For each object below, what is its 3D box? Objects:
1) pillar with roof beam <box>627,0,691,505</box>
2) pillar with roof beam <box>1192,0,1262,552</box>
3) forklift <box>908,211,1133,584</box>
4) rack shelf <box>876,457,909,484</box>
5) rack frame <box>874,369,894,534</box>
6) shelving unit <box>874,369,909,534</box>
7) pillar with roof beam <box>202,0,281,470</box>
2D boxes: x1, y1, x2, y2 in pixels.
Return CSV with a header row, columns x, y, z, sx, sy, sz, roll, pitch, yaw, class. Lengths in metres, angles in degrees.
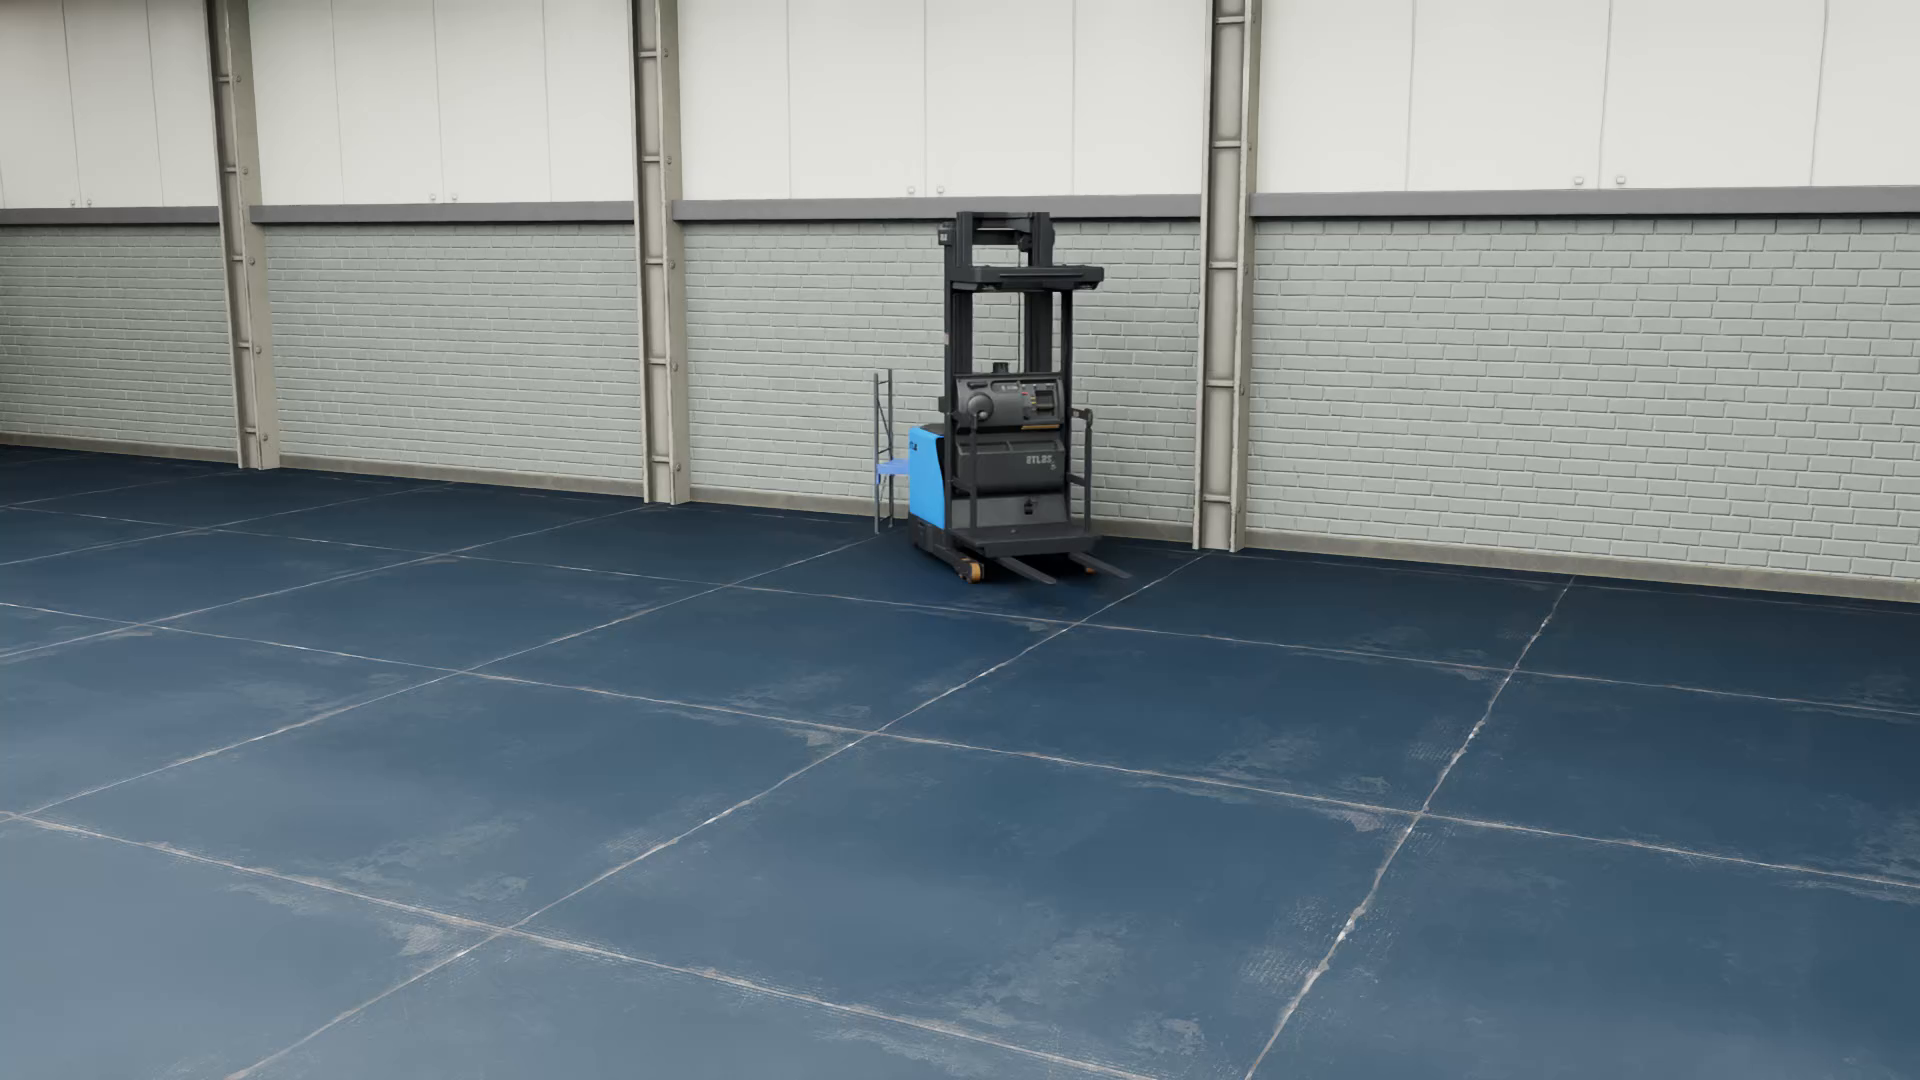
x,y,z,sx,sy,sz,roll,pitch,yaw,class
-4.974,-4.146,12.869,0.400,9.000,9.100,5,11,26,pillar with roof beam
0.407,-3.673,10.257,0.400,9.000,9.100,5,11,26,pillar with roof beam
0.487,-1.179,13.513,1.130,2.935,3.031,-3,11,-19,forklift
-0.225,-0.635,15.539,1.000,0.185,0.538,3,11,15,rack shelf
-0.716,-0.835,15.635,0.032,1.500,0.500,3,11,15,rack frame
-0.225,-0.812,15.507,1.048,1.500,0.538,3,11,15,shelving unit
-10.354,-4.619,15.482,0.400,9.000,9.100,5,11,26,pillar with roof beam
